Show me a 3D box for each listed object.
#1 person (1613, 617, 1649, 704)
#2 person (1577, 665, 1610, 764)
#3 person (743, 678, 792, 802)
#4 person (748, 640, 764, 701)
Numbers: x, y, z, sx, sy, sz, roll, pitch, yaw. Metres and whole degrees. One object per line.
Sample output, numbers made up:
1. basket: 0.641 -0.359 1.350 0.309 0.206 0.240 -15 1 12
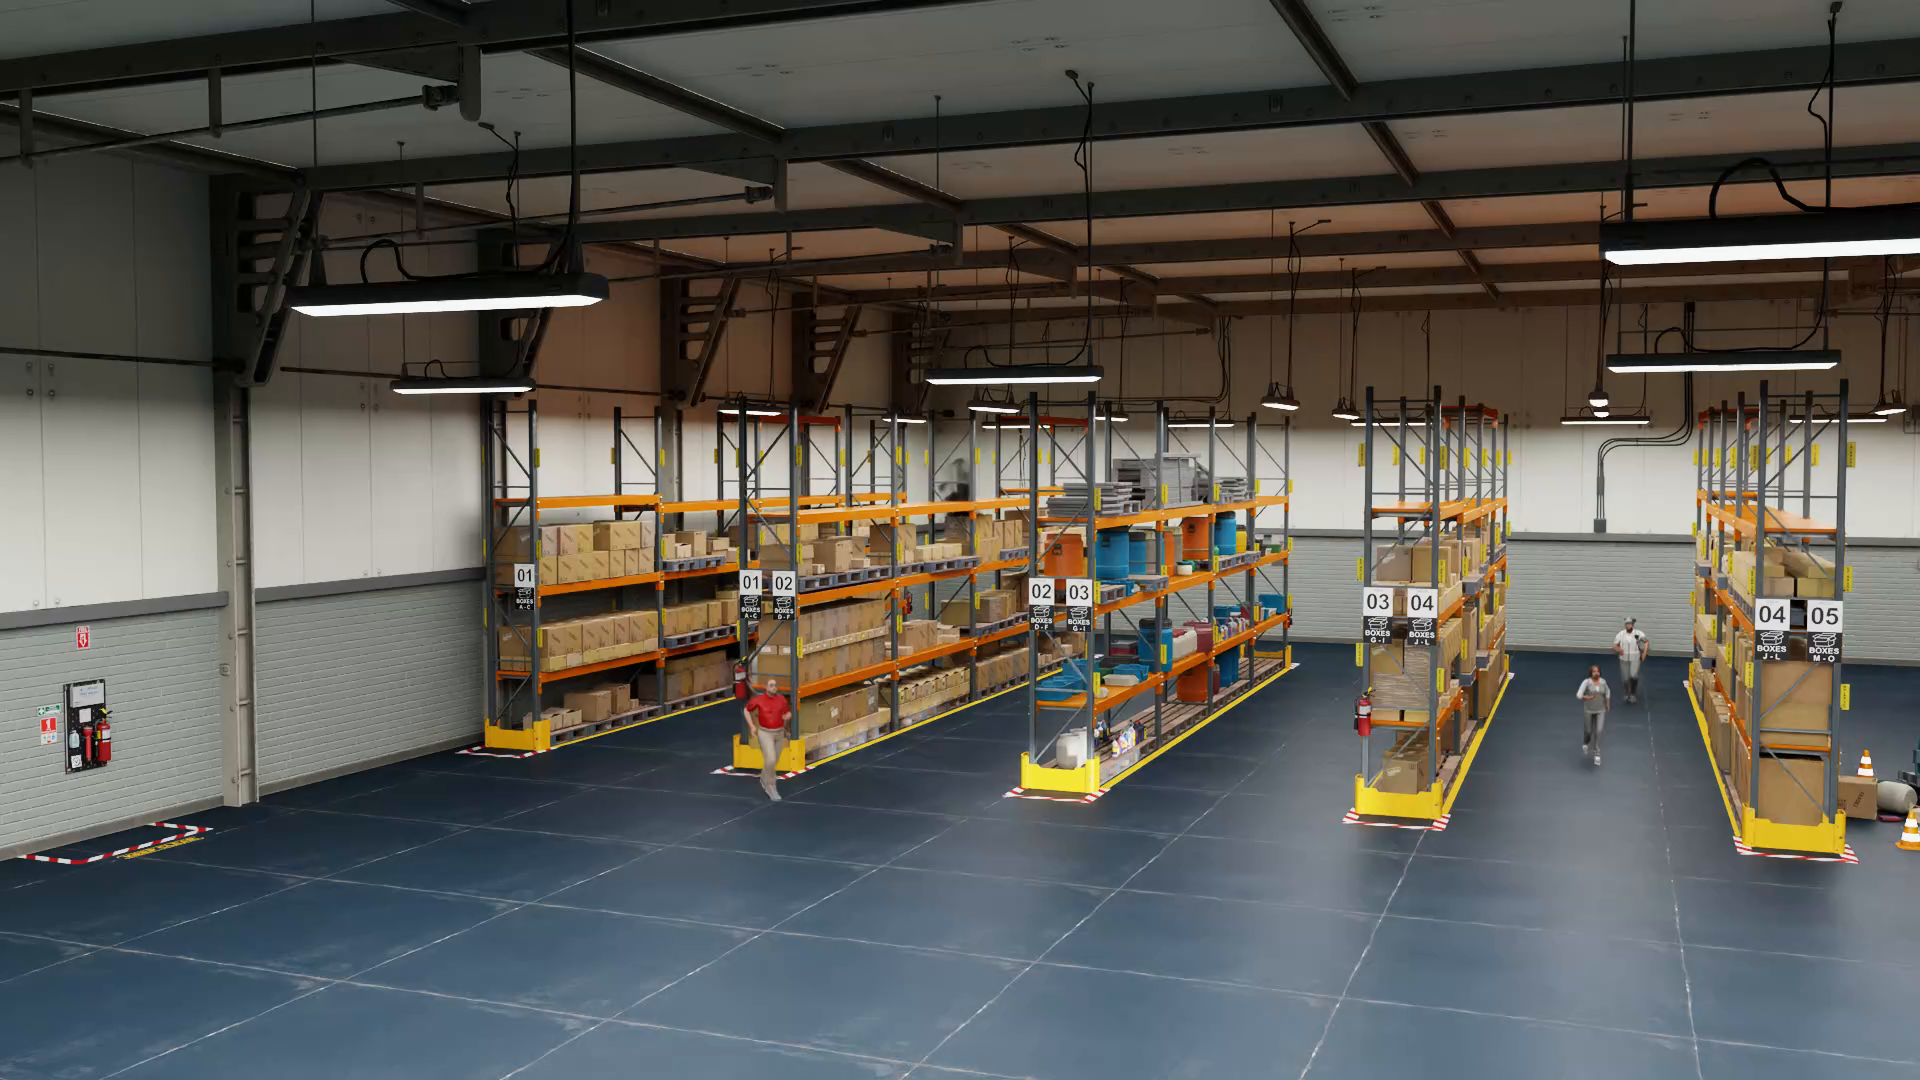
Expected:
1. person: 13.683 2.458 33.966 0.662 1.793 0.680 2 3 32
2. person: 10.416 2.836 27.335 0.568 1.587 0.852 0 3 8
3. person: -2.807 2.924 24.575 0.649 1.778 0.827 -2 4 -38
4. person: -3.712 2.683 30.879 0.547 1.652 0.998 1 3 13
